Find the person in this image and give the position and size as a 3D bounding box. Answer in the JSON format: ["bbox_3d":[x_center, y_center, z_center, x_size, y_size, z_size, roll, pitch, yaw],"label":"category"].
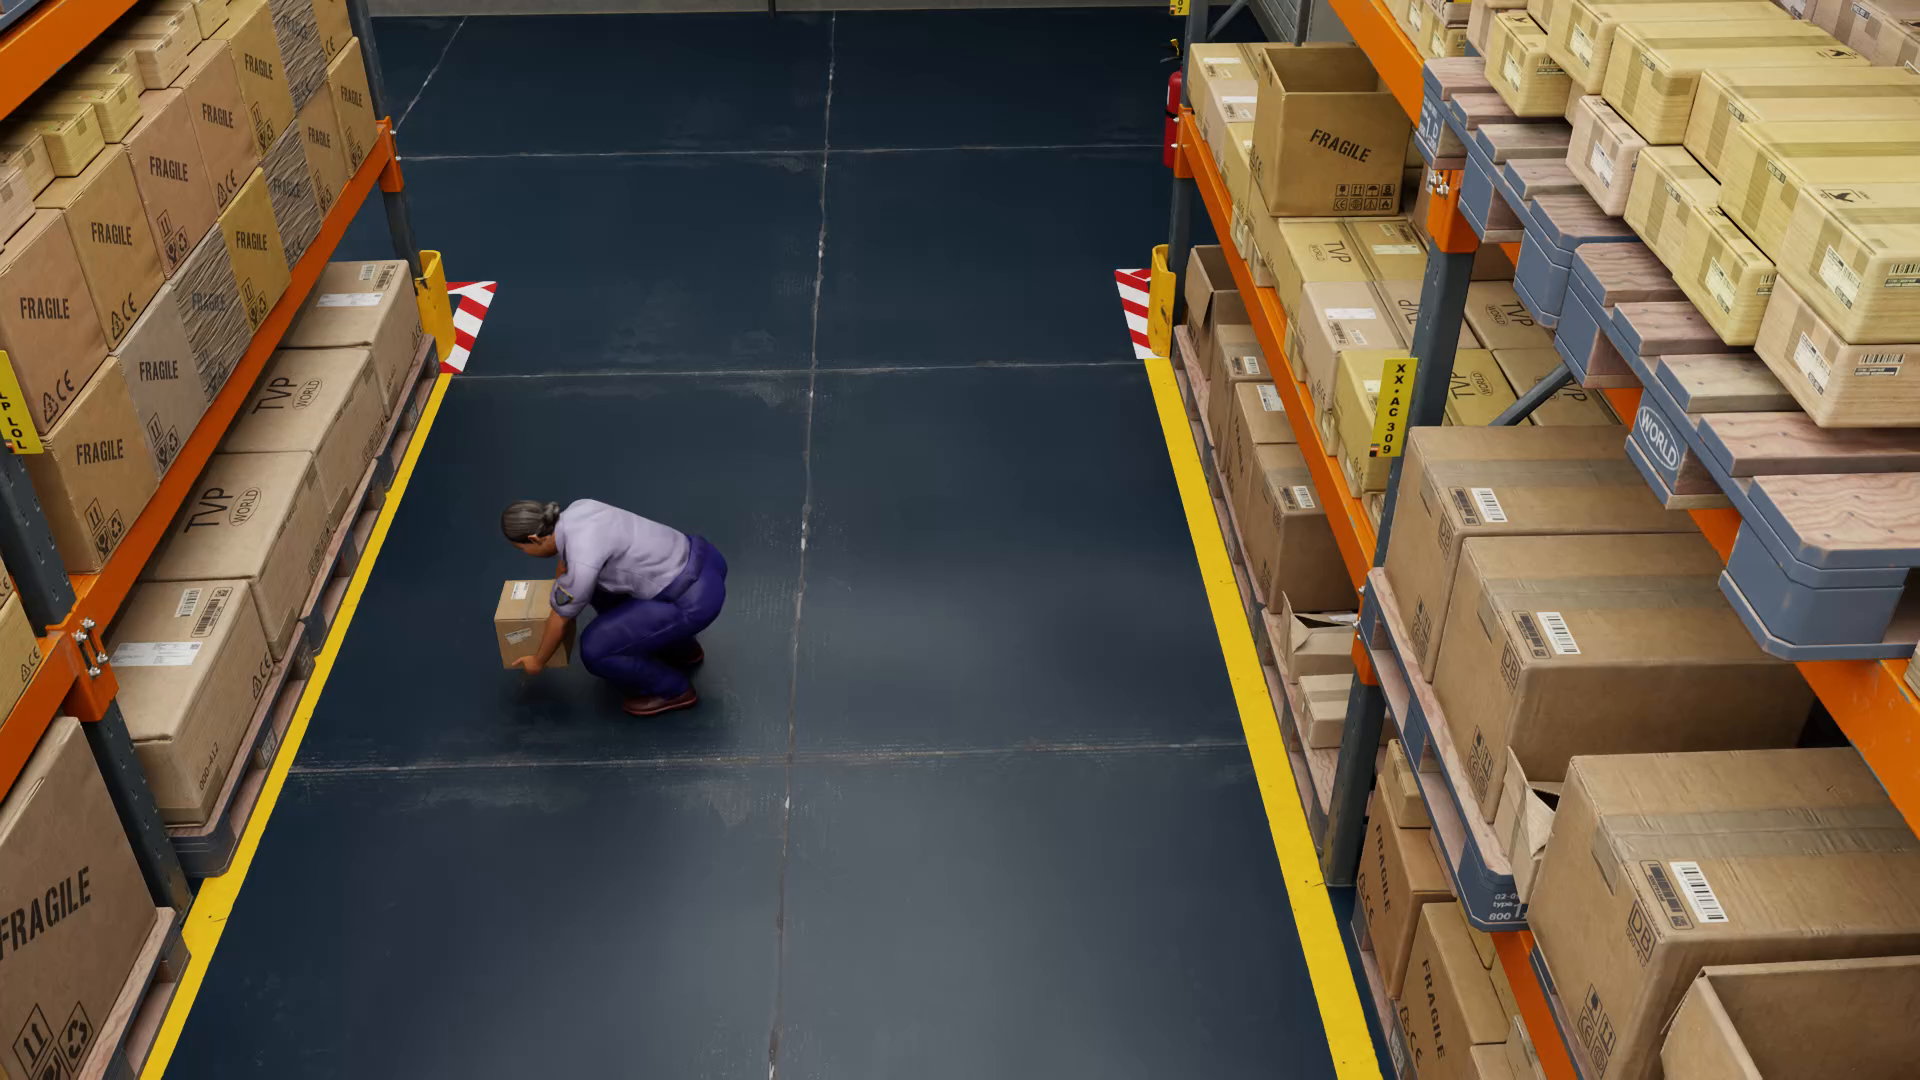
[{"bbox_3d":[-1.334,0.209,6.485,0.850,0.942,0.507,-2,36,-3],"label":"person"}]
